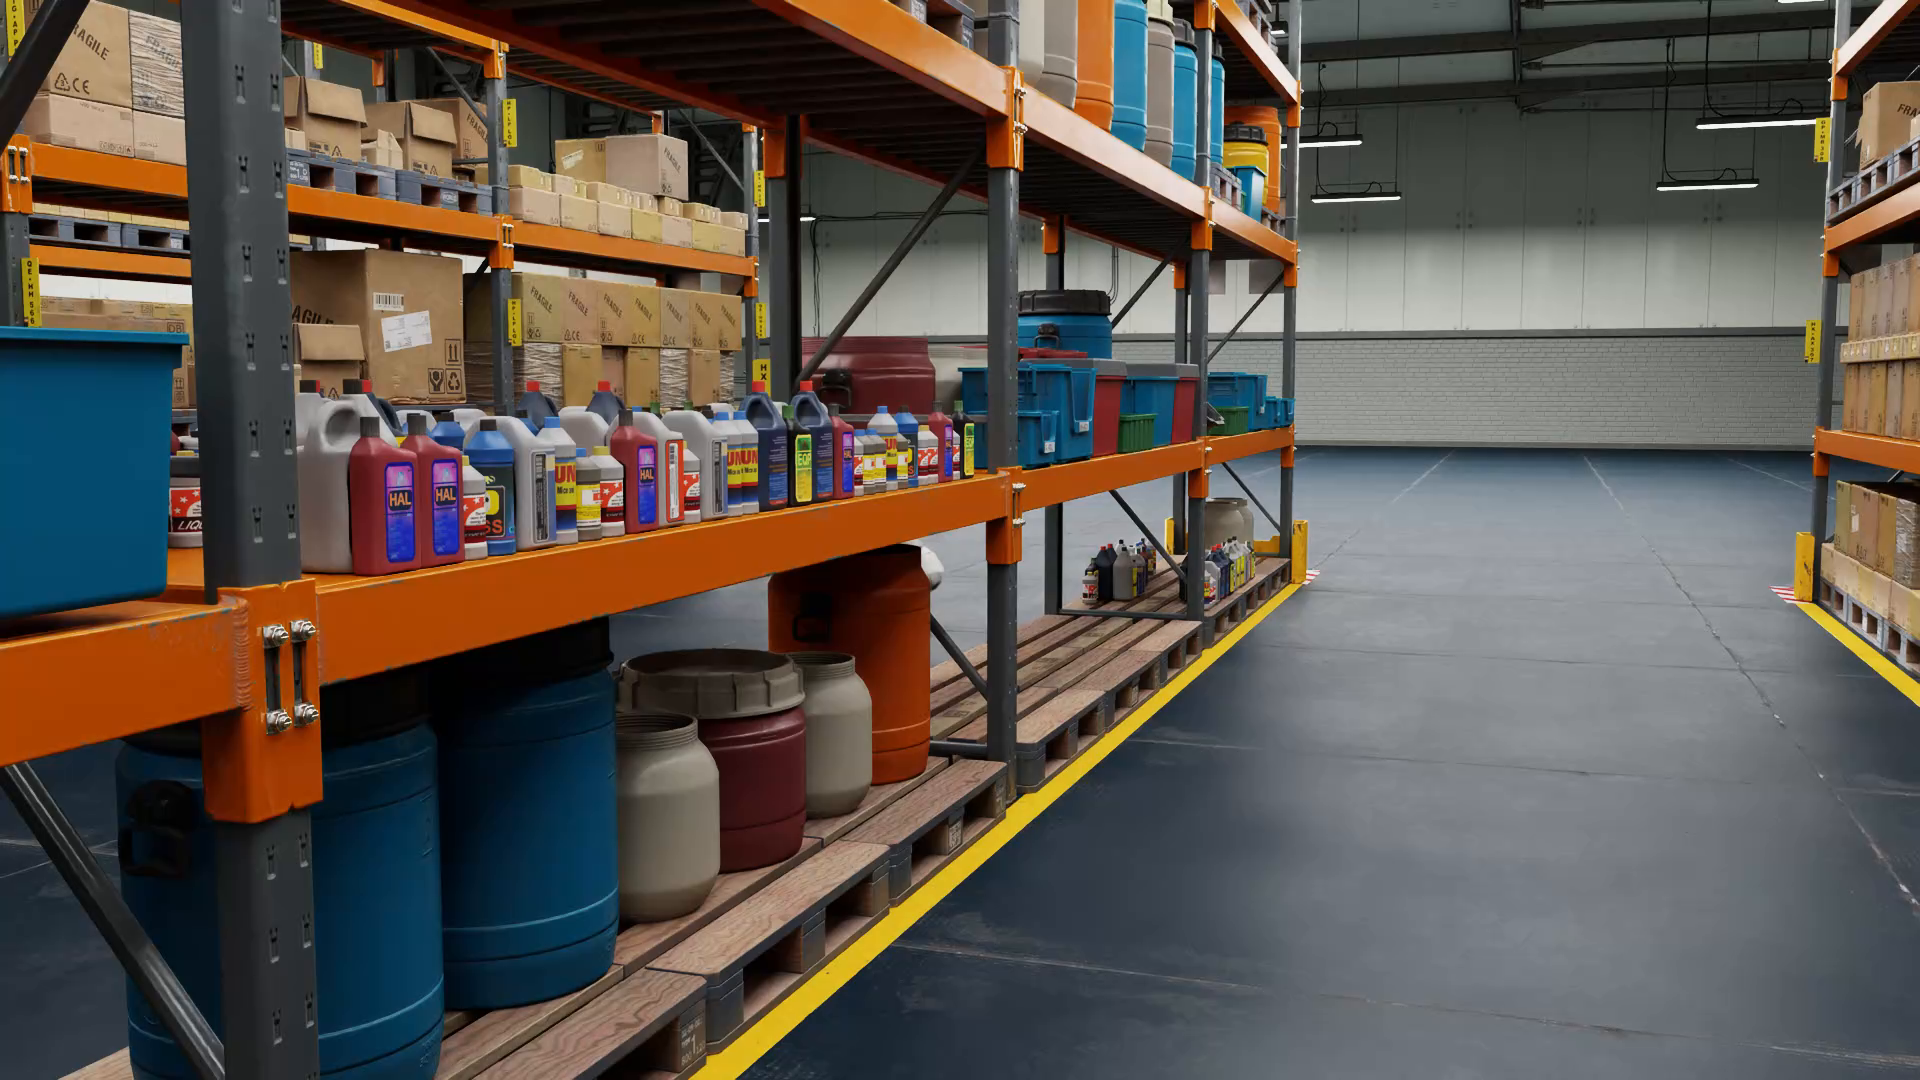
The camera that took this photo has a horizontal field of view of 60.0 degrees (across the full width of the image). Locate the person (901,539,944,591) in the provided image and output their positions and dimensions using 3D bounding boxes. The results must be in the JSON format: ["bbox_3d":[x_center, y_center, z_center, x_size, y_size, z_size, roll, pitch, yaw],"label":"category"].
[{"bbox_3d":[-0.530,0.150,10.994,0.835,0.965,0.485,2,6,18],"label":"person"}]
